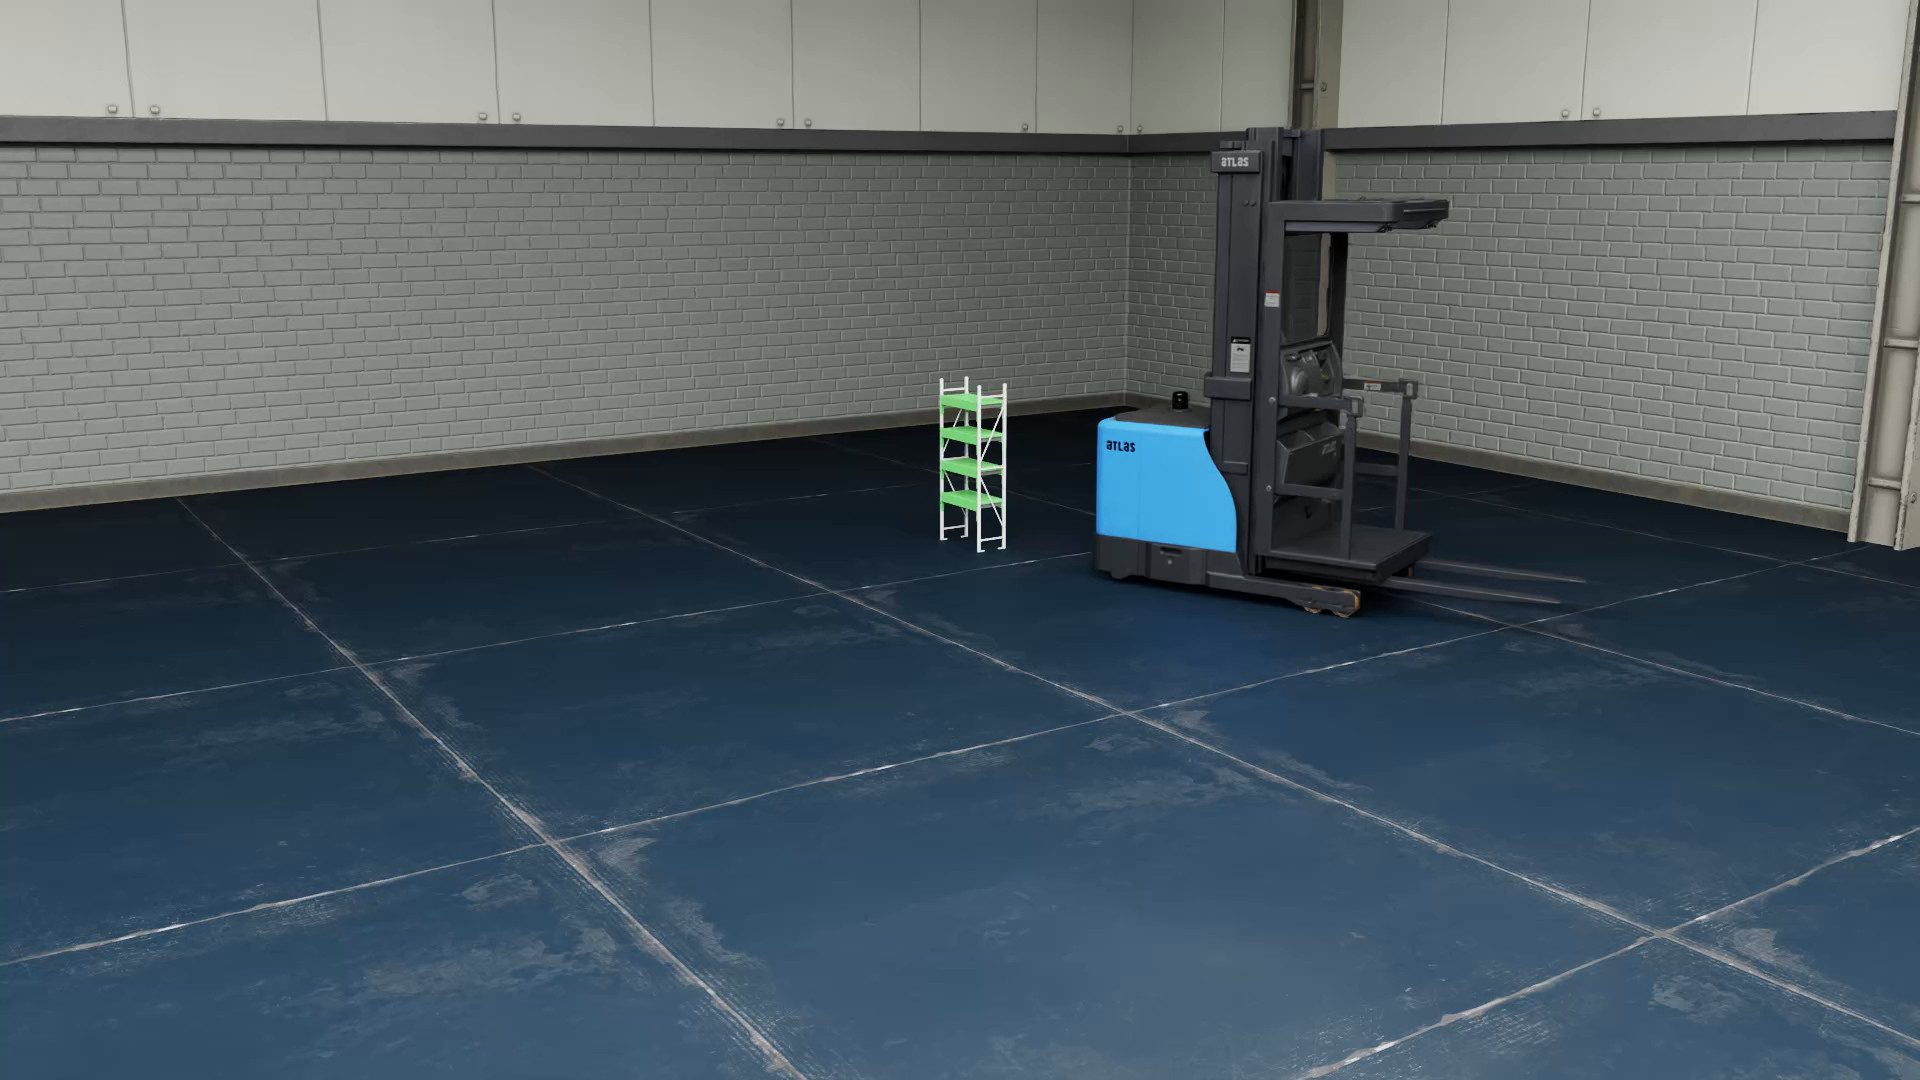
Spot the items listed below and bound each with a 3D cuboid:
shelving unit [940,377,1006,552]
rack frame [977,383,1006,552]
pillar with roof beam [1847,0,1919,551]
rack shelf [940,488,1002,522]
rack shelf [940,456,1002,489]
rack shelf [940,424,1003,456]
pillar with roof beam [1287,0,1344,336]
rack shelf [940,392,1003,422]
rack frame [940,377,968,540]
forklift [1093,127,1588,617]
[{"bbox_3d":[0.092,-0.557,12.099,0.258,1.200,0.503,-8,15,-33],"label":"shelving unit"},{"bbox_3d":[0.227,-0.513,11.901,0.240,1.200,0.015,-8,15,-33],"label":"rack frame"},{"bbox_3d":[3.230,-3.863,8.964,9.100,9.000,0.400,-8,15,-33],"label":"pillar with roof beam"},{"bbox_3d":[0.092,-0.260,12.164,0.258,0.148,0.480,-8,15,-33],"label":"rack shelf"},{"bbox_3d":[0.092,-0.494,12.113,0.258,0.148,0.480,-8,15,-33],"label":"rack shelf"},{"bbox_3d":[0.092,-0.729,12.061,0.258,0.148,0.480,-8,15,-33],"label":"rack shelf"},{"bbox_3d":[-0.094,-4.930,13.844,9.100,9.000,0.400,-8,15,-33],"label":"pillar with roof beam"},{"bbox_3d":[0.092,-0.963,12.010,0.258,0.148,0.480,-8,15,-33],"label":"rack shelf"},{"bbox_3d":[-0.043,-0.600,12.297,0.240,1.200,0.015,-8,15,-33],"label":"rack frame"},{"bbox_3d":[2.404,-1.086,10.468,3.031,2.935,1.130,8,15,33],"label":"forklift"}]
